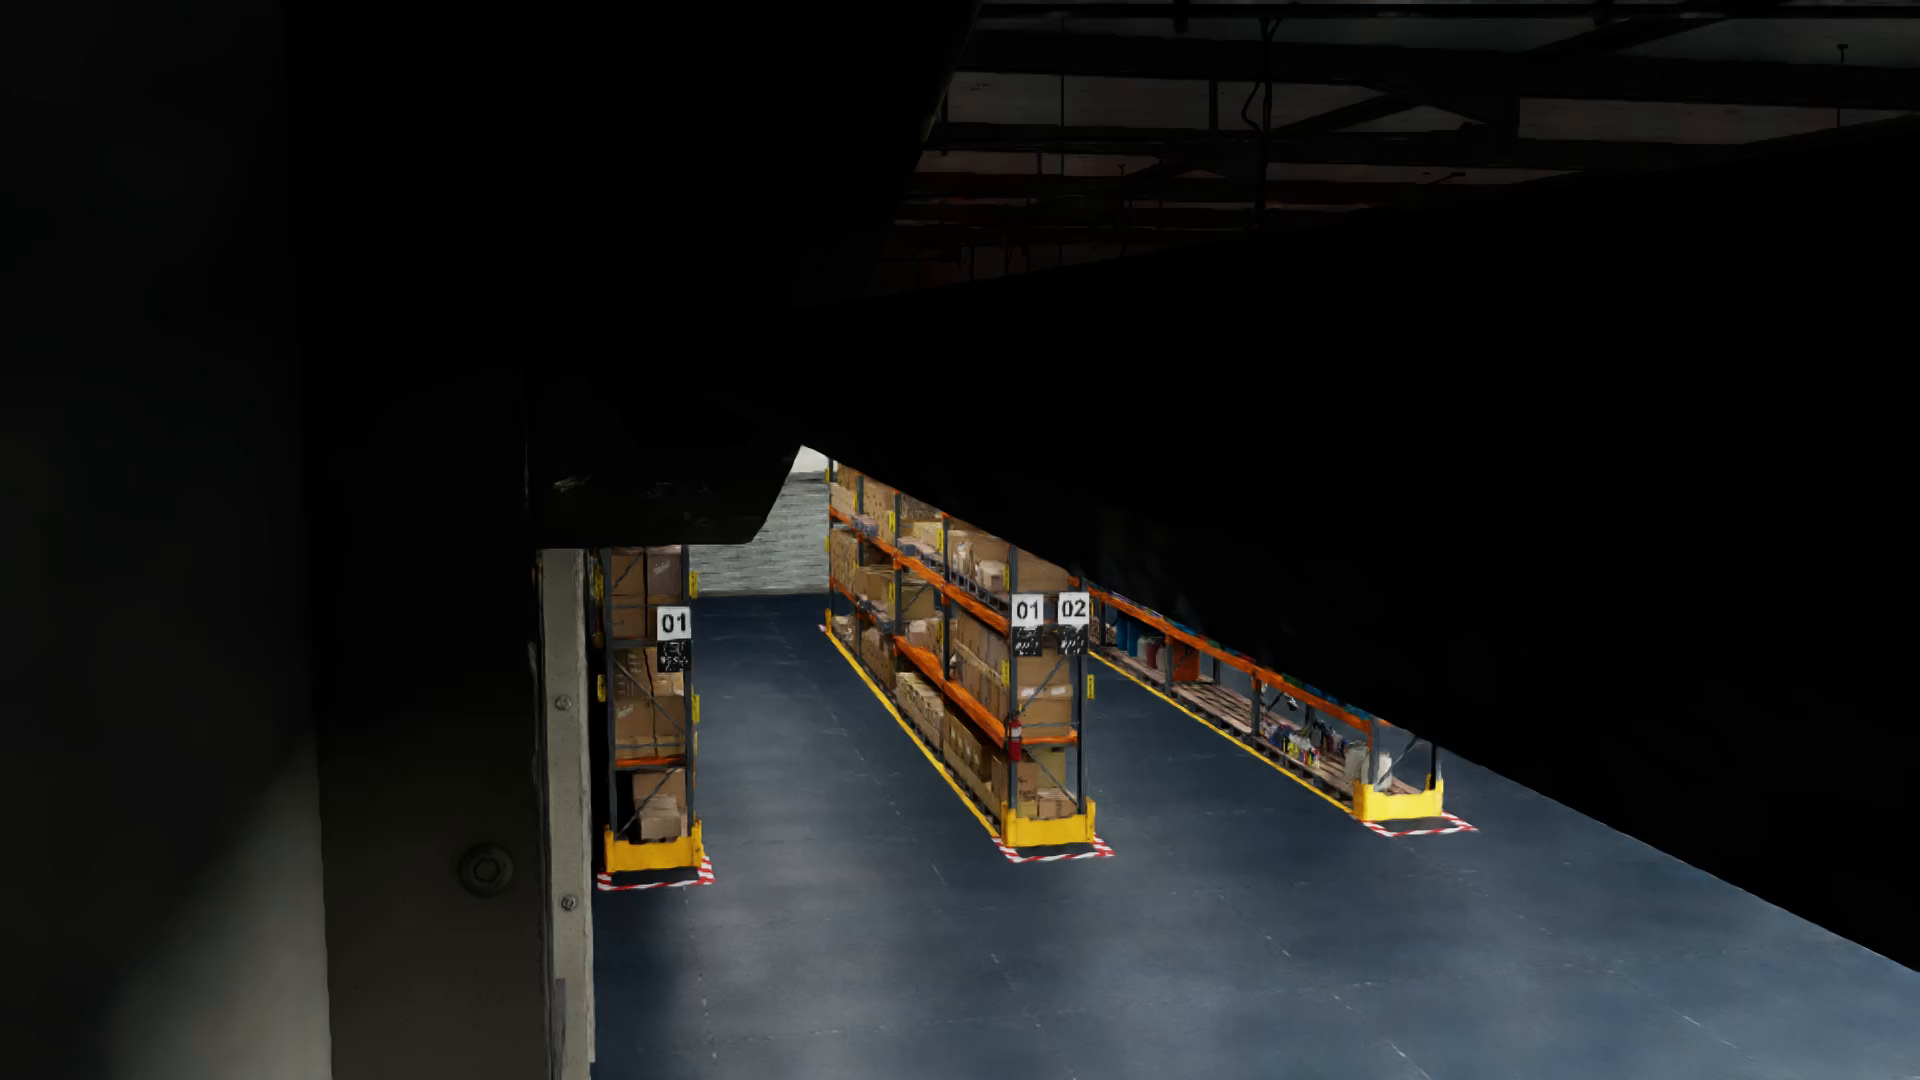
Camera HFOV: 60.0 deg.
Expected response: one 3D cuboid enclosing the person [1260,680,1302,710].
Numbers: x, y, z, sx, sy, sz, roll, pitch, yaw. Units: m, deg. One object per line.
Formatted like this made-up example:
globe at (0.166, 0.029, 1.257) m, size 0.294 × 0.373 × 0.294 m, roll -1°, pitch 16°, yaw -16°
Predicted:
person at (5.485, 2.053, 28.740) m, size 0.528 × 1.727 × 1.030 m, roll -3°, pitch 7°, yaw -21°
